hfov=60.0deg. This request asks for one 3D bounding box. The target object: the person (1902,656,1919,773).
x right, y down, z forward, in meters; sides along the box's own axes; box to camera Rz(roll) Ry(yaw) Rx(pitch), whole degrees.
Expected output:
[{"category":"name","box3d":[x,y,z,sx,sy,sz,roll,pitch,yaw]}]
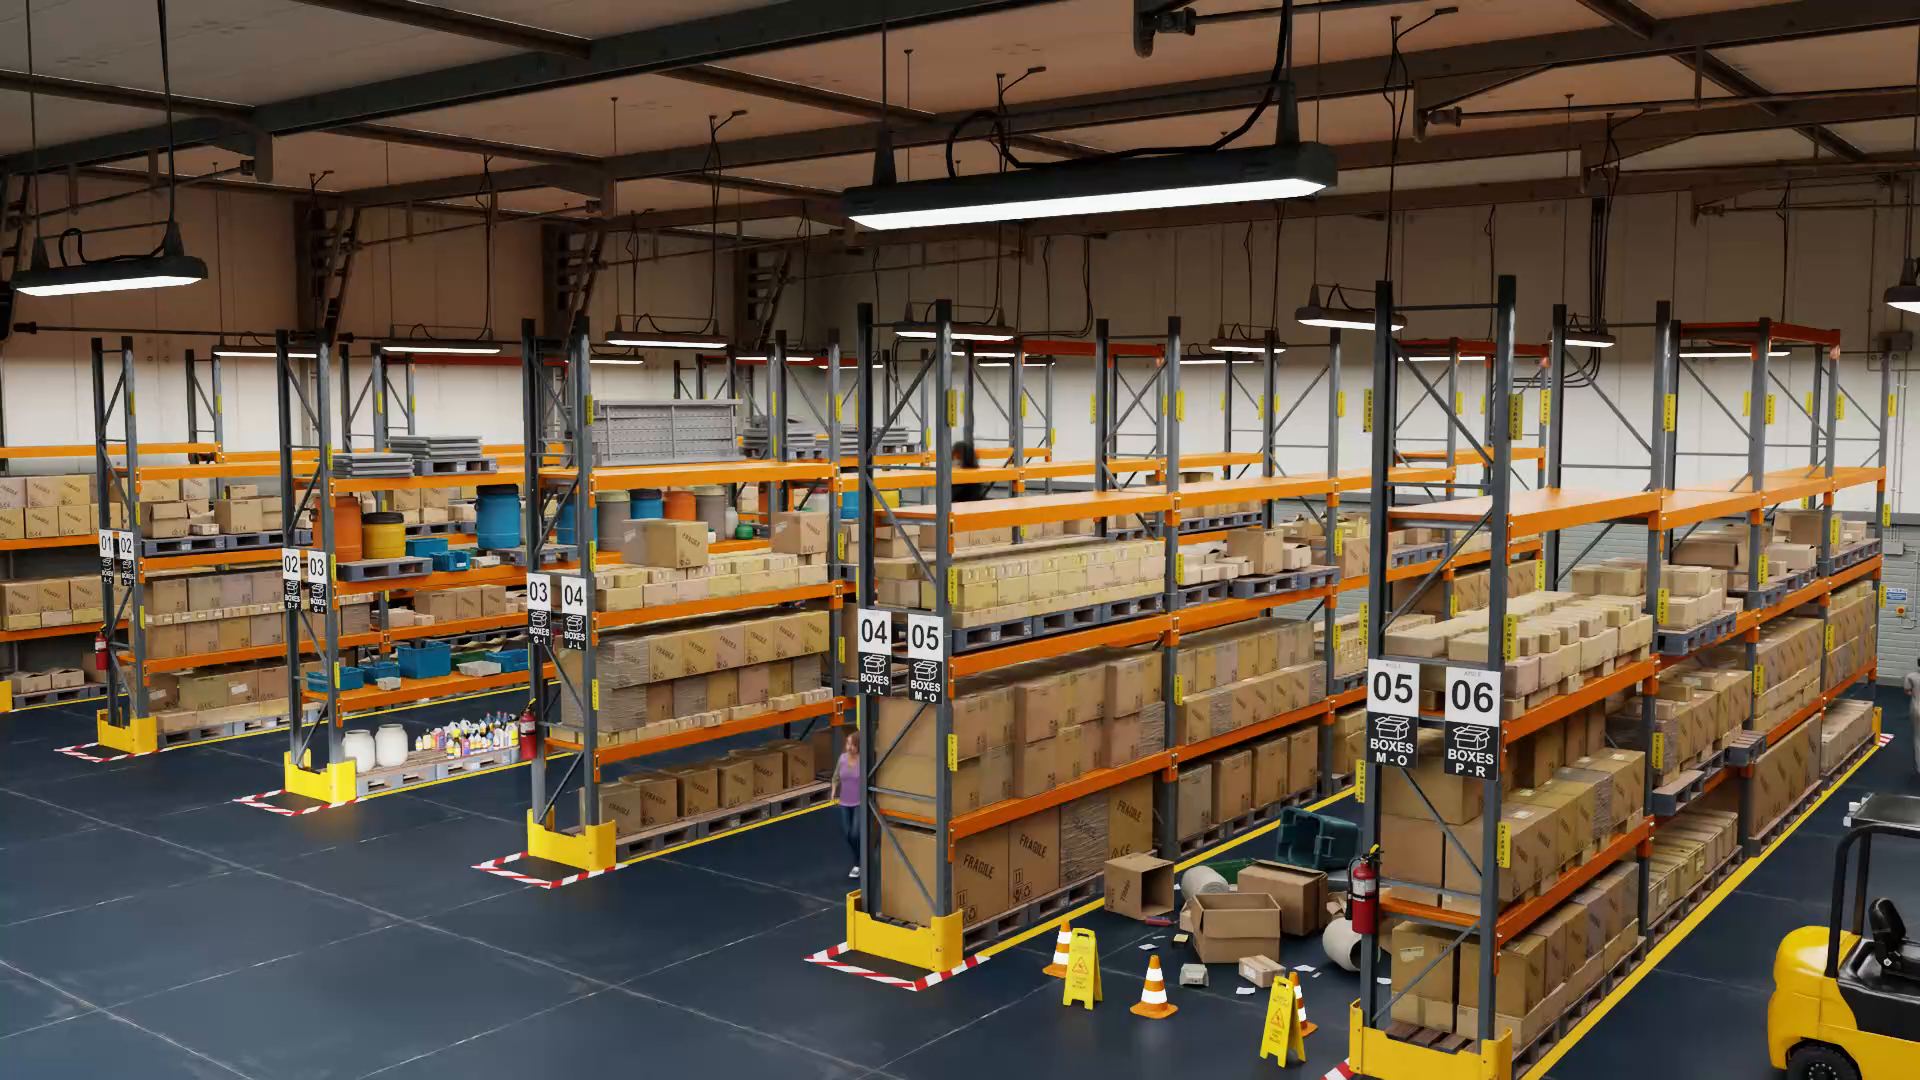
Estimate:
[{"category":"person","box3d":[13.207,2.346,22.766,0.552,1.639,0.613,2,5,24]}]

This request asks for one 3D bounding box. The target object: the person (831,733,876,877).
[{"category":"person","box3d":[-1.140,2.837,17.796,0.553,1.563,0.533,2,5,25]}]
